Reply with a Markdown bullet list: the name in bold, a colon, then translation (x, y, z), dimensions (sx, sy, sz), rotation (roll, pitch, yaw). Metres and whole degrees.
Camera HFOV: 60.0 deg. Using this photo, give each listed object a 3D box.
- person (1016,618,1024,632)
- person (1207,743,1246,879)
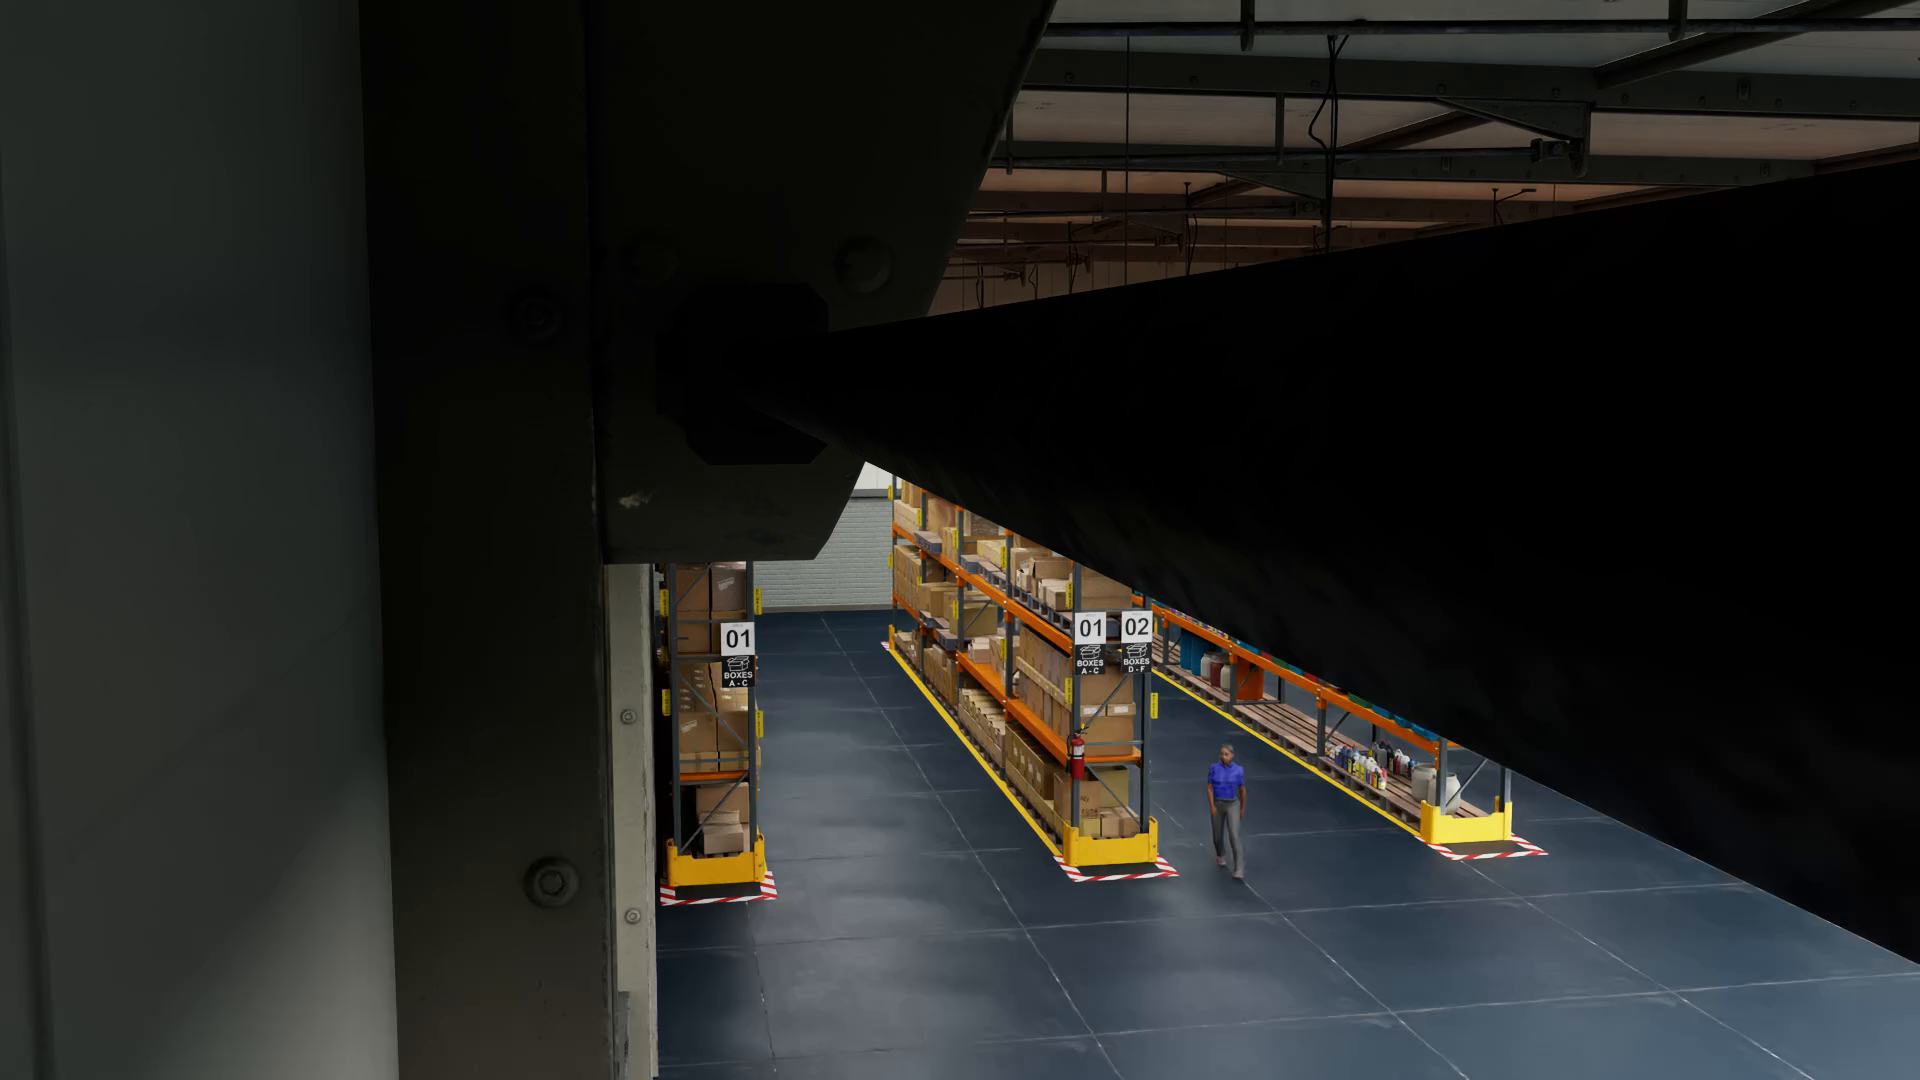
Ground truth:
- **person**: translation (1.584, 1.351, 38.465), dimensions (0.640, 1.627, 0.588), rotation (1, 6, 9)
- **person**: translation (3.331, 3.316, 20.549), dimensions (0.562, 1.614, 0.782), rotation (3, 7, 27)
